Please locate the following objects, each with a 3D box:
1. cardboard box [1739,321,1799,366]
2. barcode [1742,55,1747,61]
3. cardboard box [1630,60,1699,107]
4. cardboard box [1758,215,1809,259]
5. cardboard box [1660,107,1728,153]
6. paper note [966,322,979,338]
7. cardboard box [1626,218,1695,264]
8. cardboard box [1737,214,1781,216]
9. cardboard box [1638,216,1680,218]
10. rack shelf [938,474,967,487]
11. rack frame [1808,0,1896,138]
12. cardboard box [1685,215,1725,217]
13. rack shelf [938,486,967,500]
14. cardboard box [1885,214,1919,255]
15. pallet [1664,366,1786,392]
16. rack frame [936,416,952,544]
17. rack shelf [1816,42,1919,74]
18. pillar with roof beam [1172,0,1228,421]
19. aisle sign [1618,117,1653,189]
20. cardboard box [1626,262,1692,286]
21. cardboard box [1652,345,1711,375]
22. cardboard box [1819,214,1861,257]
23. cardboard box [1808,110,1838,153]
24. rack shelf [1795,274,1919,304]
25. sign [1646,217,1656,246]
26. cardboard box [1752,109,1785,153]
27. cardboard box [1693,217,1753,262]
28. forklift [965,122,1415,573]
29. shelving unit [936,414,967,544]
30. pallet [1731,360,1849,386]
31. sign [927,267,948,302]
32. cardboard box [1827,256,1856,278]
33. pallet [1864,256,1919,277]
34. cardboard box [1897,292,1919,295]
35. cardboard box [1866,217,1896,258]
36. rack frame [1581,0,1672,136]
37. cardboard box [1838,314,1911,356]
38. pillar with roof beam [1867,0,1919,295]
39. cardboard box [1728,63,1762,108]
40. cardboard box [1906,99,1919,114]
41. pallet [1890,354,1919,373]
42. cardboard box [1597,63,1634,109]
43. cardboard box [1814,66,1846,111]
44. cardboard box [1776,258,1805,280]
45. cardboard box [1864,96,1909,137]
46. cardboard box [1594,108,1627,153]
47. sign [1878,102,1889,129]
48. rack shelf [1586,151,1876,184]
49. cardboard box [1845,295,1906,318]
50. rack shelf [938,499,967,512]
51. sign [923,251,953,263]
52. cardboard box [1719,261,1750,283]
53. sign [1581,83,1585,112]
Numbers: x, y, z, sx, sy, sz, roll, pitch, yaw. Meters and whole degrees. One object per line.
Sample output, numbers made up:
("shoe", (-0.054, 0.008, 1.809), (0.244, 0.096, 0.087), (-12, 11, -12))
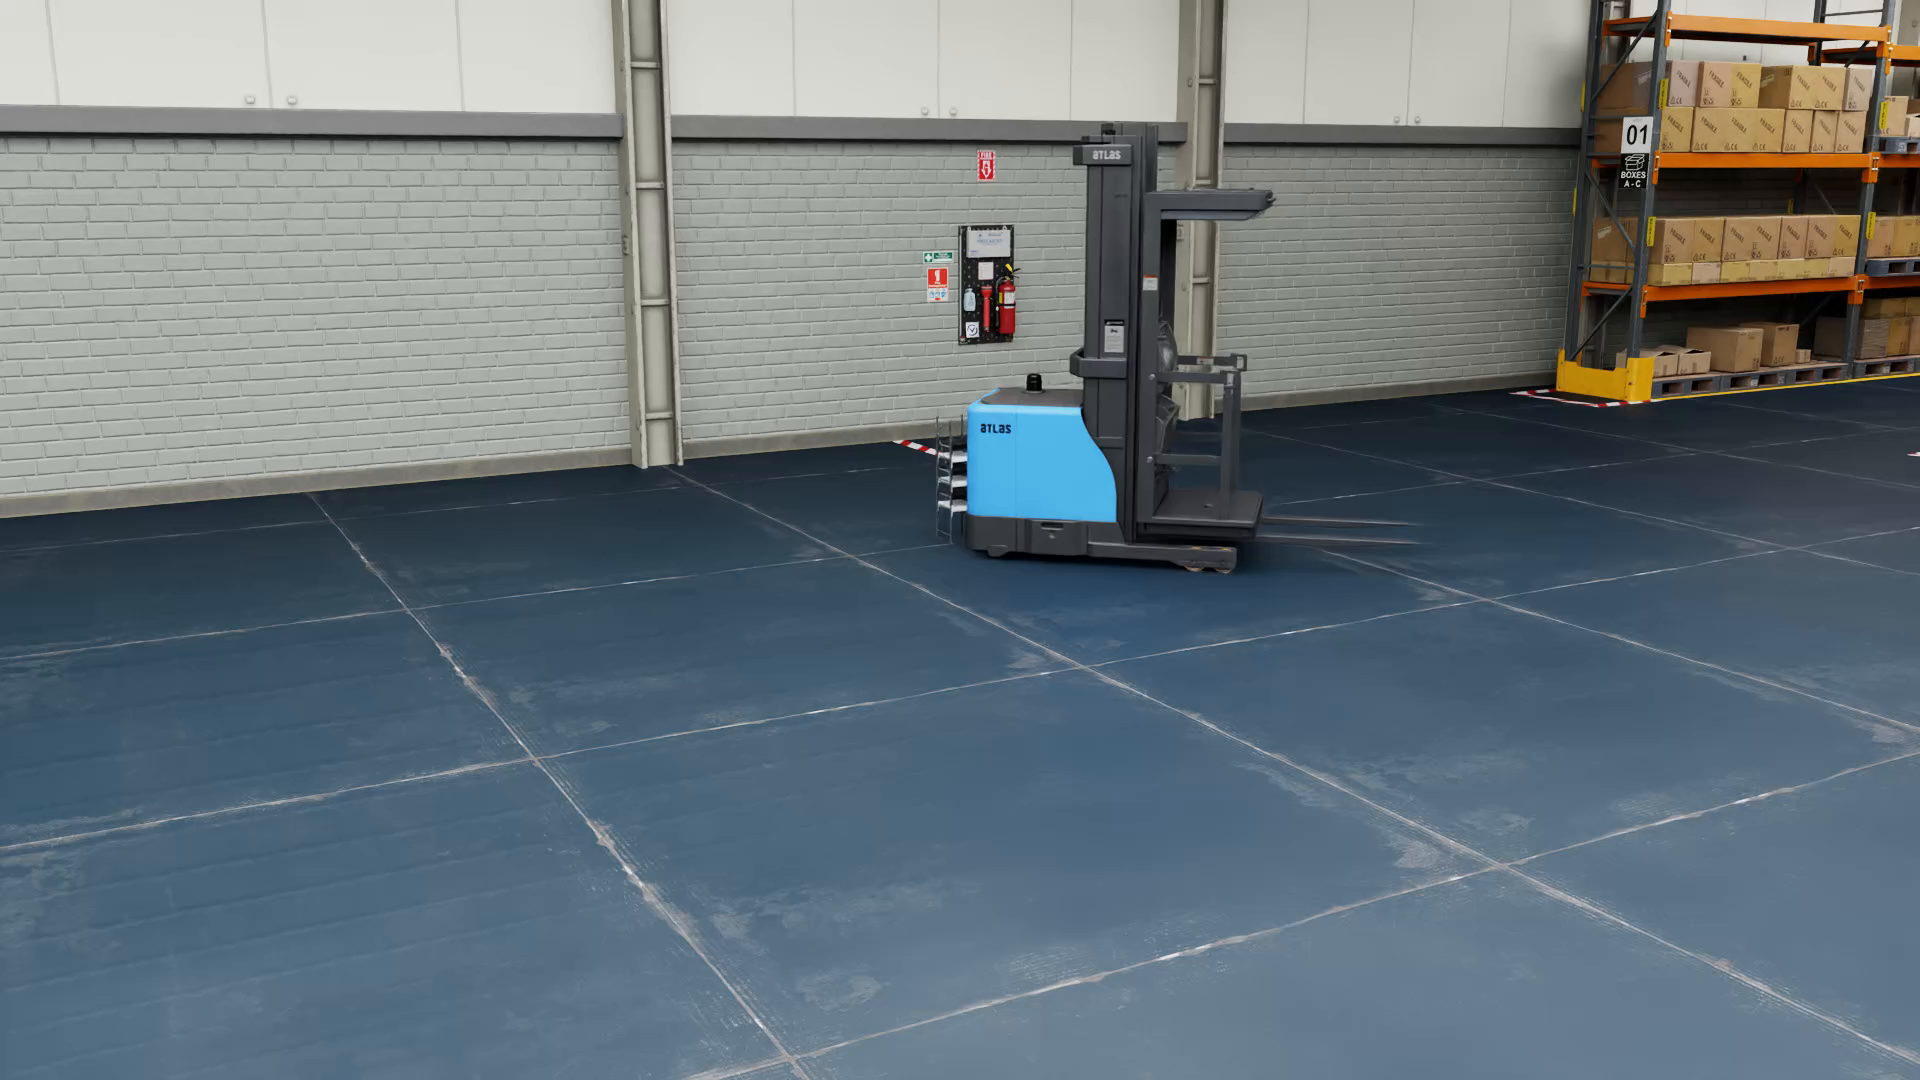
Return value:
("cardboard box", (10.187, -2.479, 20.986), (0.500, 0.500, 0.500), (-8, 15, -32))
("barcode", (9.653, -5.928, 20.459), (0.075, 0.075, 0.001), (-7, 14, -28))
("cardboard box", (8.023, -5.184, 18.929), (0.500, 0.500, 0.500), (-8, 15, -32))
("cardboard box", (9.930, -3.690, 20.261), (0.500, 0.500, 0.500), (-7, 15, -29))
("cardboard box", (8.470, -4.739, 19.229), (0.500, 0.500, 0.500), (-6, 14, -24))
("paper note", (0.126, -2.102, 16.623), (0.142, 0.148, 0.016), (-7, 14, -28))
("cardboard box", (8.131, -3.475, 19.307), (0.500, 0.500, 0.500), (-7, 14, -28))
("cardboard box", (10.111, -3.841, 20.931), (0.500, 0.500, 0.500), (-7, 14, -28))
("cardboard box", (8.327, -3.624, 19.970), (0.500, 0.500, 0.500), (-7, 14, -27))
("rack shelf", (-0.026, -0.410, 12.032), (0.200, 0.077, 0.258), (-6, 14, -27))
("rack frame", (11.079, -6.528, 20.620), (0.127, 3.000, 1.000), (-7, 14, -28))
("cardboard box", (9.220, -3.733, 20.451), (0.500, 0.500, 0.500), (-7, 14, -27))
("rack shelf", (-0.026, -0.322, 12.052), (0.200, 0.077, 0.258), (-6, 14, -27))
("cardboard box", (12.599, -4.044, 22.018), (0.500, 0.500, 0.700), (-5, 14, -20))
("pallet", (9.435, -2.034, 20.667), (1.213, 0.211, 1.003), (-7, 14, -28))
("rack frame", (-0.117, -0.432, 11.979), (0.006, 0.900, 0.240), (-6, 14, -27))
("rack shelf", (12.835, -6.192, 21.678), (4.000, 0.370, 1.077), (-7, 14, -28))
("pillar with roof beam", (4.565, -4.887, 13.327), (0.400, 9.000, 9.100), (-7, 14, -28))
("aisle sign", (7.649, -4.383, 18.833), (0.004, 0.787, 0.394), (-7, 14, -28))
("cardboard box", (8.149, -3.107, 19.380), (0.500, 0.250, 0.500), (-7, 15, -29))
("cardboard box", (8.719, -2.199, 20.169), (0.500, 0.311, 0.500), (-6, 14, -23))
("cardboard box", (10.812, -3.794, 20.725), (0.500, 0.500, 0.500), (-7, 14, -28))
("cardboard box", (10.304, -4.972, 20.263), (0.500, 0.500, 0.500), (-8, 15, -33))
("rack shelf", (12.835, -3.461, 22.293), (4.000, 0.370, 1.077), (-7, 14, -28))
("sign", (7.828, -3.498, 18.849), (0.005, 0.325, 0.100), (-7, 14, -28))
("cardboard box", (9.384, -4.855, 19.744), (0.500, 0.500, 0.500), (-6, 14, -24))
("cardboard box", (9.026, -3.578, 19.765), (0.500, 0.500, 0.500), (-7, 15, -30))
("forklift", (1.608, -1.336, 11.369), (3.031, 2.935, 1.130), (3, 13, 13))
("shelving unit", (-0.026, -0.442, 12.025), (0.210, 0.900, 0.258), (-6, 14, -27))
("pallet", (10.507, -2.163, 21.241), (1.213, 0.211, 1.003), (-7, 14, -28))
("sign", (-0.220, -2.516, 16.376), (0.234, 0.329, 0.001), (-7, 14, -28))
("cardboard box", (10.809, -3.429, 20.812), (0.500, 0.250, 0.500), (-7, 14, -28))
("pallet", (11.820, -3.560, 21.533), (1.213, 0.211, 1.003), (-7, 14, -28))
("cardboard box", (13.004, -3.194, 22.454), (0.500, 0.250, 0.500), (-7, 14, -28))
("cardboard box", (11.542, -3.912, 21.428), (0.500, 0.500, 0.700), (-7, 14, -28))
("rack frame", (7.568, -6.107, 18.750), (0.127, 3.000, 1.000), (-7, 14, -28))
("cardboard box", (12.147, -2.741, 22.148), (0.500, 0.500, 0.700), (-7, 15, -29))
("pillar with roof beam", (15.097, -6.149, 18.937), (0.400, 9.000, 9.100), (-7, 14, -28))
("cardboard box", (8.932, -5.283, 19.369), (0.500, 0.500, 0.500), (-6, 14, -26))
("cardboard box", (12.680, -5.490, 21.656), (0.500, 0.500, 0.500), (-7, 15, -30))
("pallet", (12.834, -2.452, 22.524), (1.213, 0.211, 1.003), (-7, 14, -28))
("cardboard box", (7.821, -5.286, 19.382), (0.500, 0.500, 0.500), (-6, 14, -25))
("cardboard box", (10.291, -5.446, 20.094), (0.500, 0.500, 0.500), (-6, 14, -25))
("cardboard box", (9.933, -3.323, 20.338), (0.500, 0.250, 0.500), (-7, 14, -28))
("cardboard box", (11.597, -5.360, 21.079), (0.500, 0.500, 0.500), (-5, 13, -20))
("cardboard box", (7.813, -4.795, 19.478), (0.500, 0.500, 0.500), (-6, 14, -24))
("sign", (11.346, -5.213, 20.432), (0.005, 0.325, 0.100), (-7, 14, -28))
("rack shelf", (9.324, -4.503, 20.094), (4.000, 0.370, 1.077), (-7, 14, -28))
("cardboard box", (12.102, -3.090, 21.990), (0.500, 0.250, 0.500), (-7, 15, -29))
("rack shelf", (-0.026, -0.234, 12.072), (0.200, 0.077, 0.258), (-6, 14, -27))
("sign", (-0.212, -2.773, 16.312), (0.331, 0.109, 0.001), (-7, 14, -28))
("cardboard box", (9.048, -3.217, 19.867), (0.500, 0.250, 0.500), (-7, 15, -29))
("sign", (7.320, -5.185, 19.467), (0.005, 0.325, 0.100), (-7, 14, -28))
